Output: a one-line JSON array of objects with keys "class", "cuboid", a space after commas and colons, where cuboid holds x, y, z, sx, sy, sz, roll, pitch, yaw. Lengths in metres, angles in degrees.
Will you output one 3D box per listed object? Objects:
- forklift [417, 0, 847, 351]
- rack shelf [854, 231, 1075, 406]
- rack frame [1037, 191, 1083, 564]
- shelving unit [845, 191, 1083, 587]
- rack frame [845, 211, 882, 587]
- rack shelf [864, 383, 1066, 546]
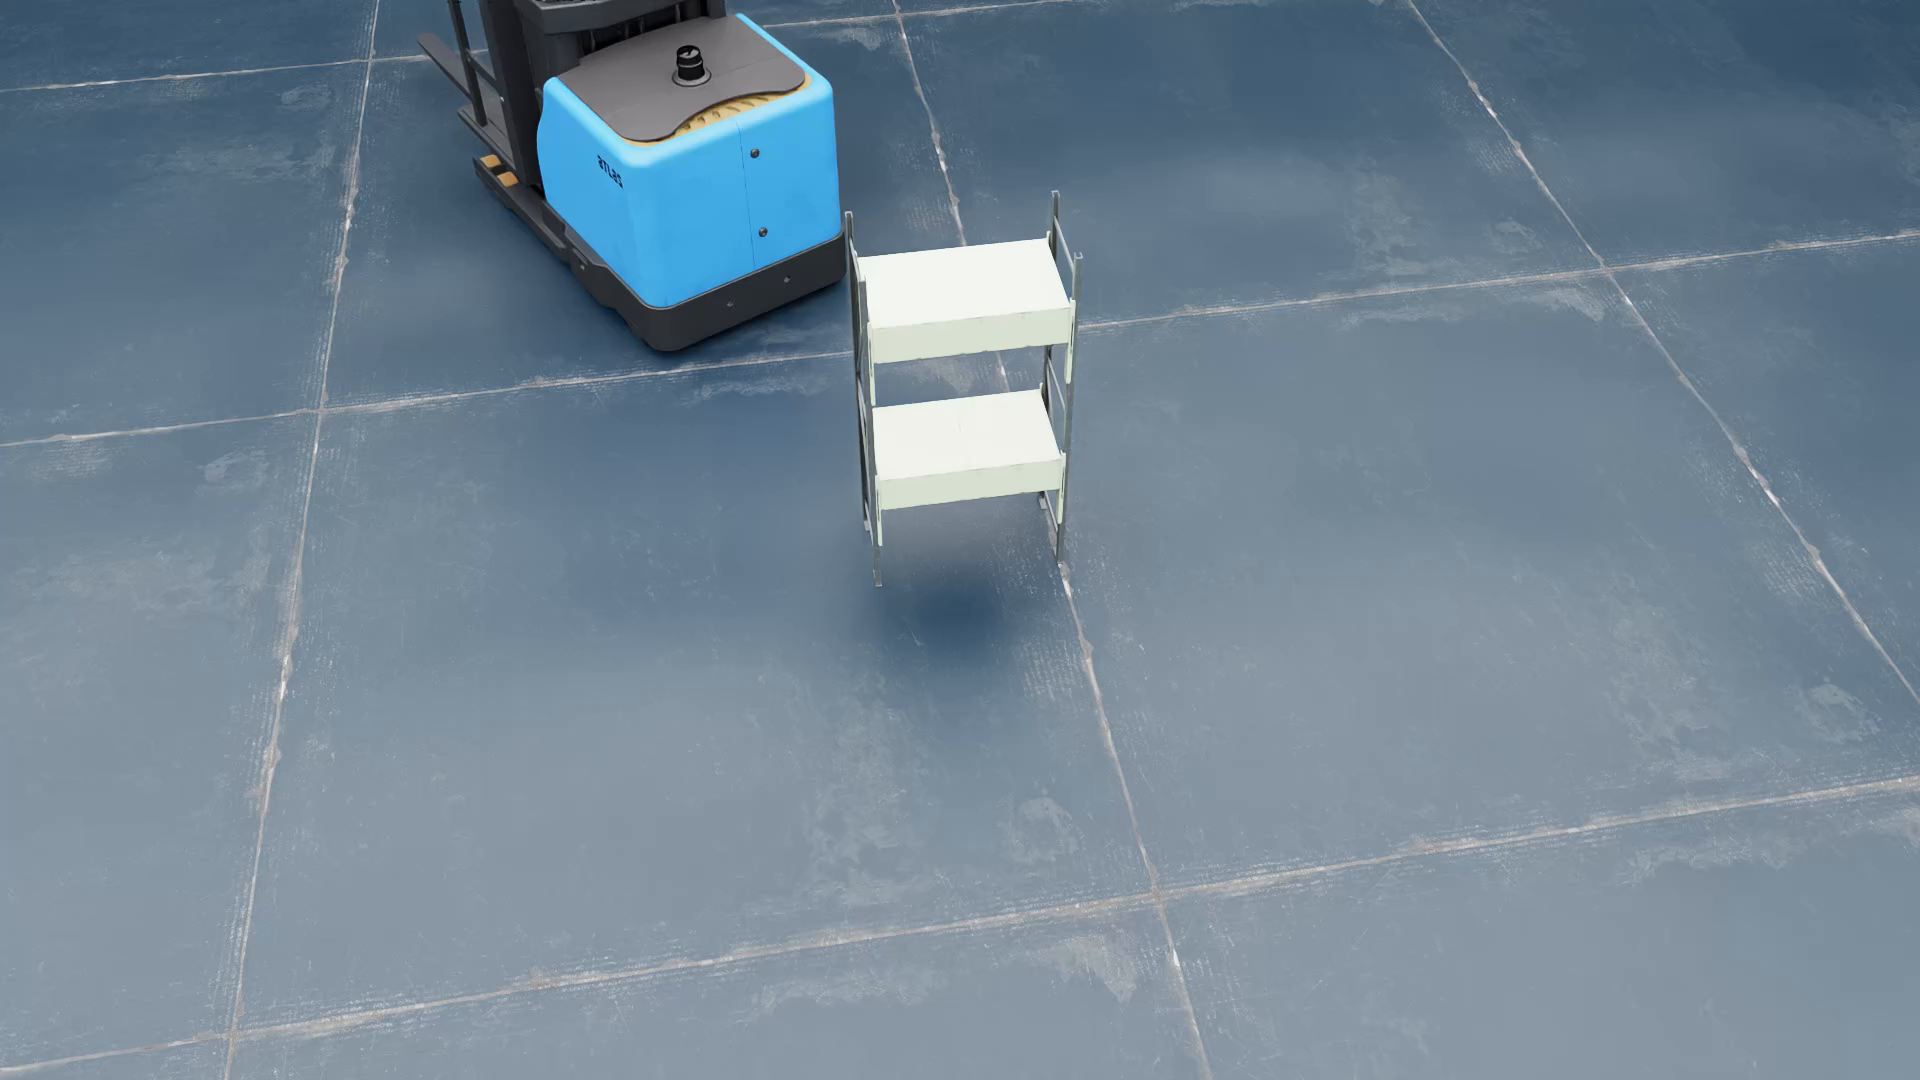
[{"class": "forklift", "cuboid": [-1.810, -2.885, 7.495, 1.130, 2.935, 3.031, -28, 52, -24]}, {"class": "rack shelf", "cuboid": [0.007, -0.792, 5.930, 0.720, 0.370, 0.431, -7, 46, -7]}, {"class": "rack frame", "cuboid": [0.367, -0.566, 6.254, 0.023, 1.500, 0.400, -7, 46, -7]}, {"class": "shelving unit", "cuboid": [0.007, -0.521, 6.211, 0.755, 1.500, 0.431, -7, 46, -7]}, {"class": "rack frame", "cuboid": [-0.354, -0.476, 6.167, 0.023, 1.500, 0.400, -7, 46, -7]}, {"class": "rack shelf", "cuboid": [0.007, -0.295, 6.445, 0.720, 0.370, 0.431, -7, 46, -7]}]
